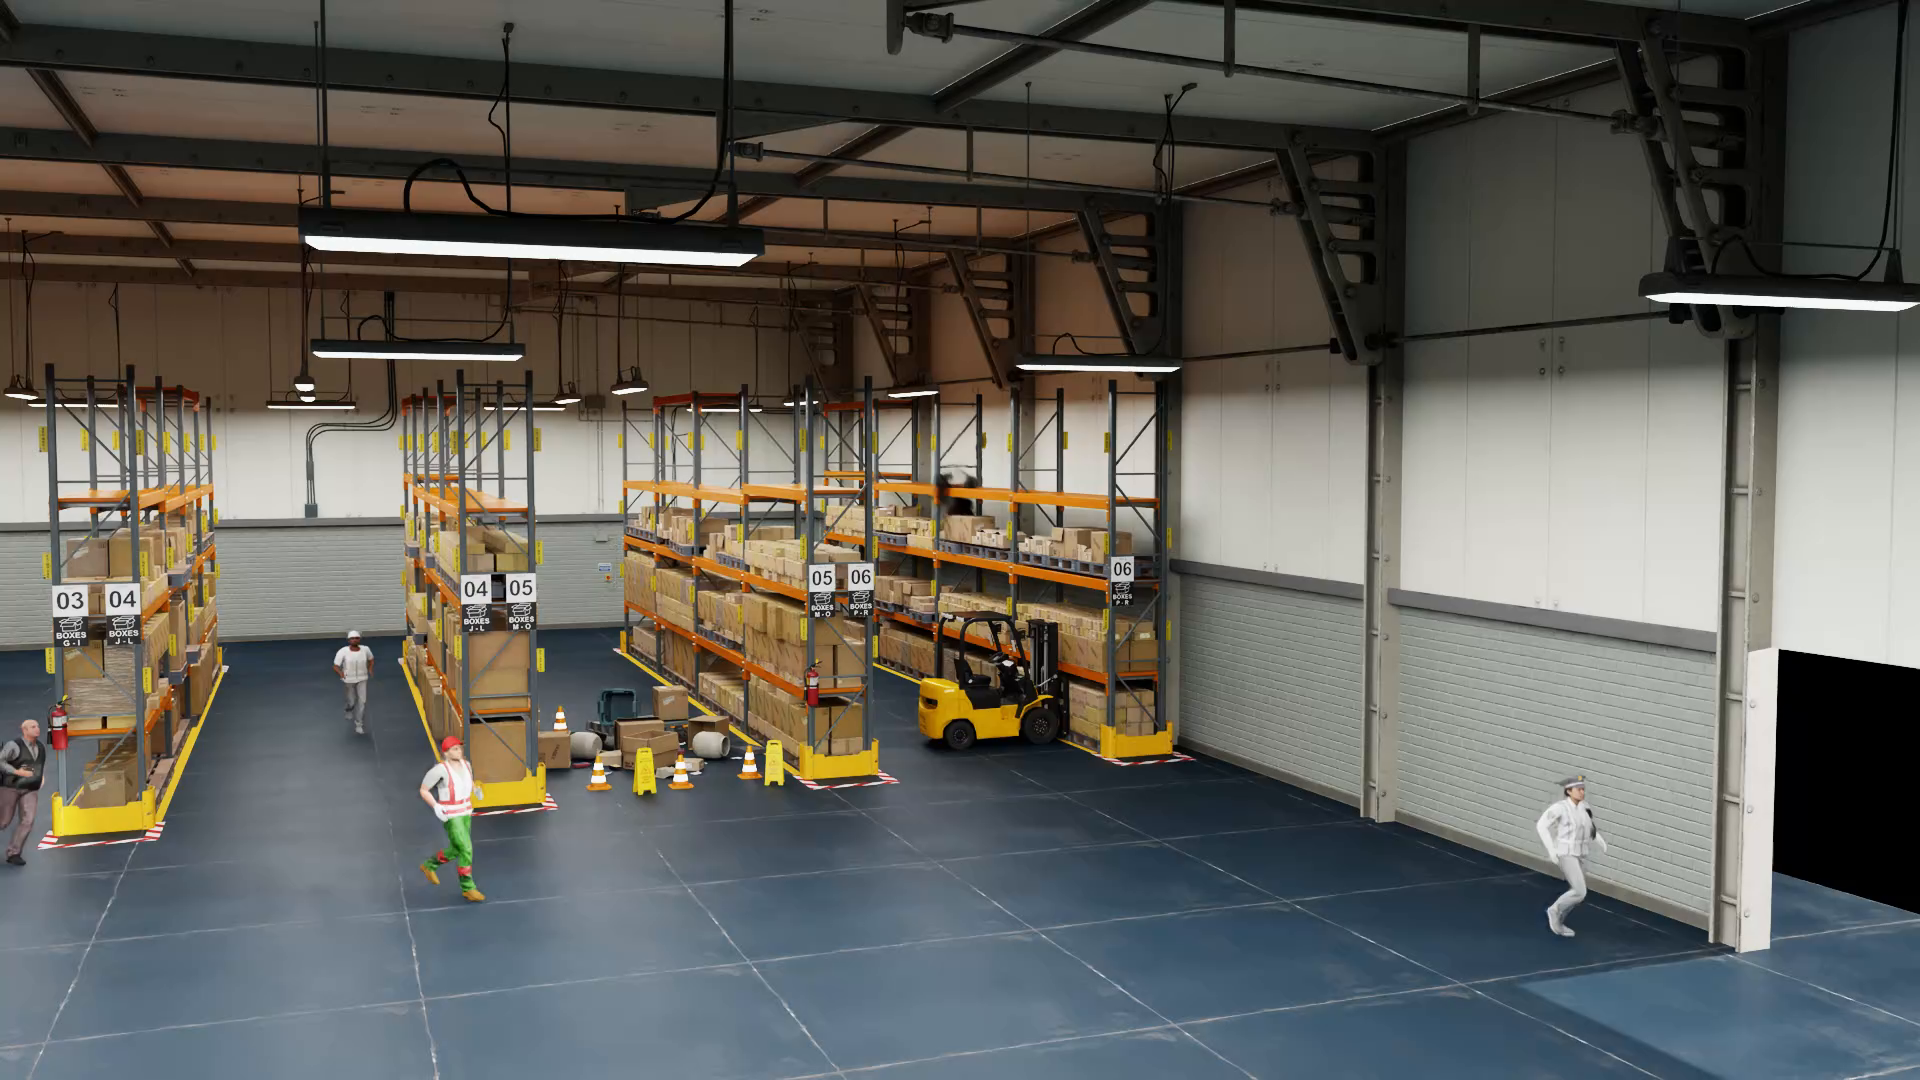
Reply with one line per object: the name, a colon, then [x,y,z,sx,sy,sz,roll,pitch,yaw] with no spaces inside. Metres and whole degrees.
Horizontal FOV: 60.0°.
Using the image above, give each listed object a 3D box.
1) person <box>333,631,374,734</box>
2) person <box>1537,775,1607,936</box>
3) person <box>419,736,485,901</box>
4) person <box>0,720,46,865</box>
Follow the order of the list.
person: [-10.518,2.451,28.921,0.699,1.757,0.850,-2,4,-30]
person: [6.213,3.185,16.778,0.623,1.661,0.567,-2,4,-31]
person: [-5.590,3.043,18.330,0.881,1.788,0.643,1,4,24]
person: [-11.301,2.995,20.033,0.893,1.662,0.693,2,4,33]
